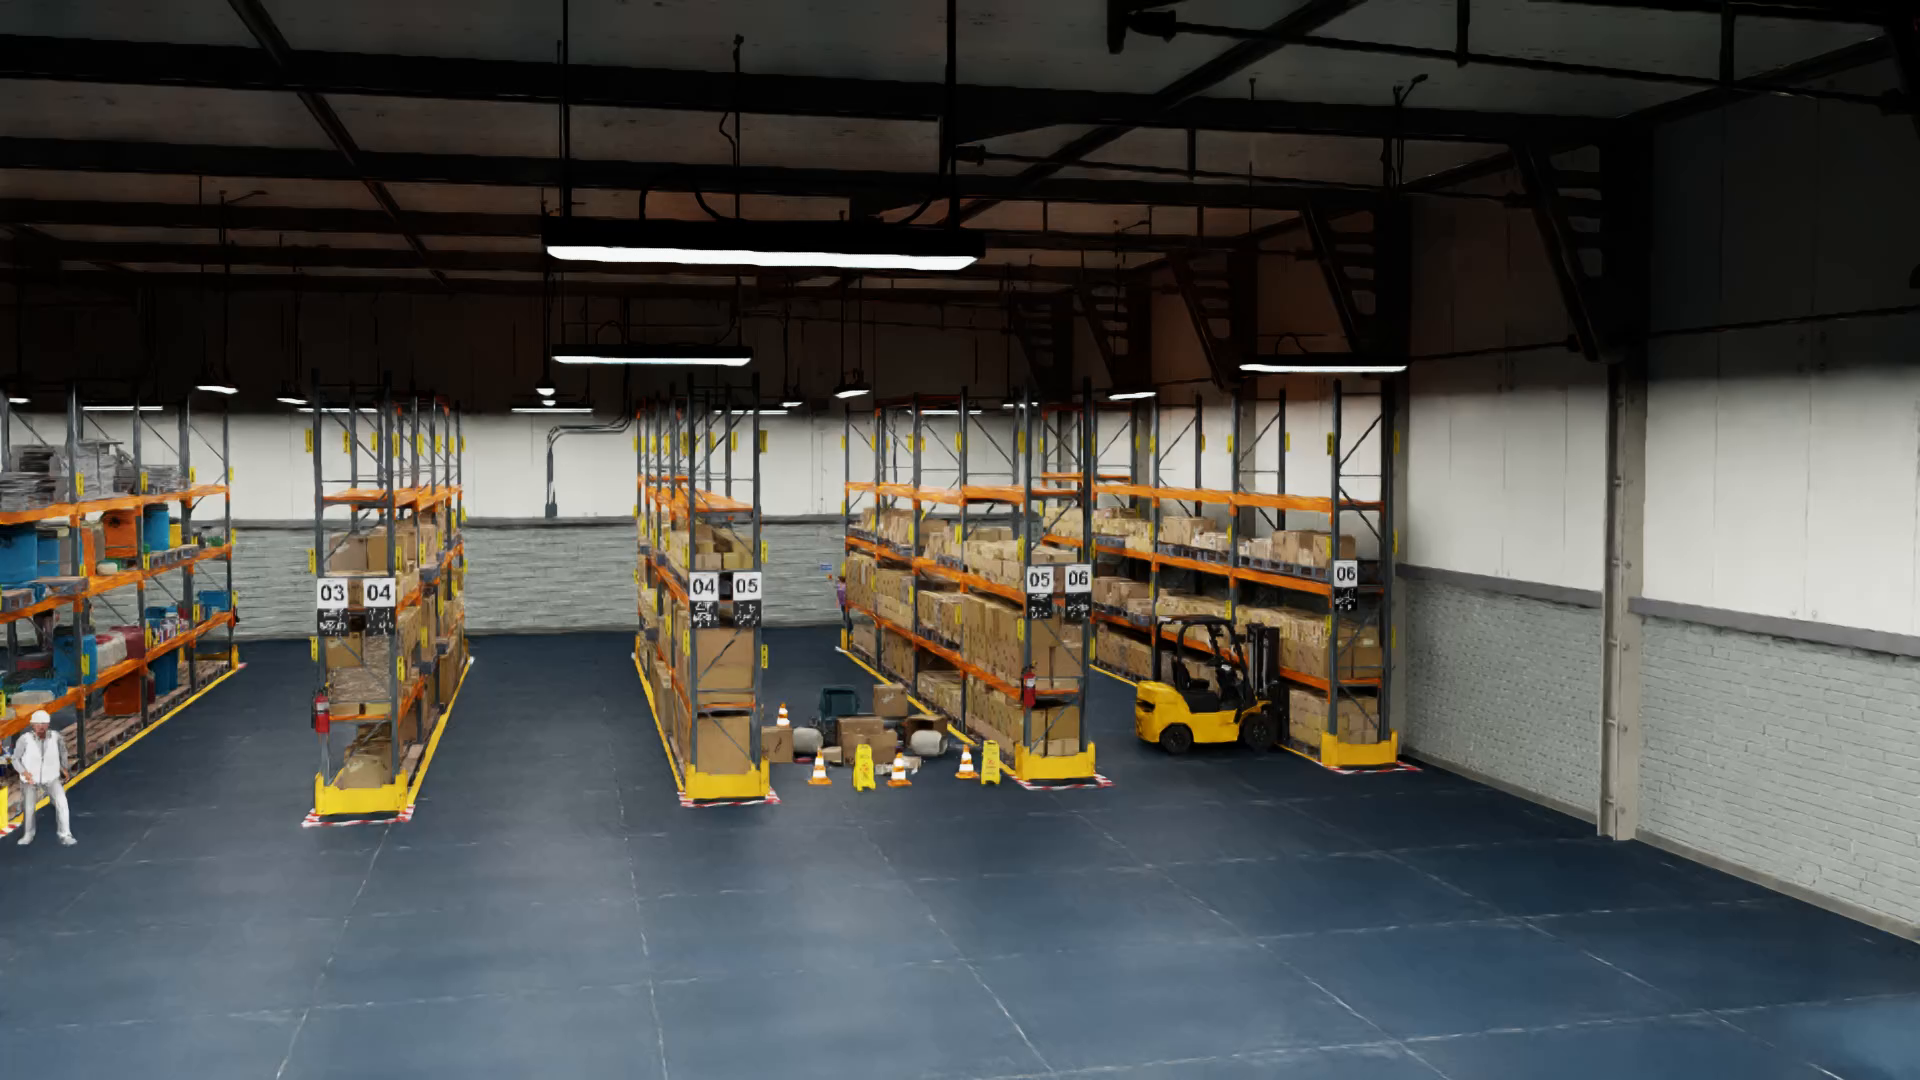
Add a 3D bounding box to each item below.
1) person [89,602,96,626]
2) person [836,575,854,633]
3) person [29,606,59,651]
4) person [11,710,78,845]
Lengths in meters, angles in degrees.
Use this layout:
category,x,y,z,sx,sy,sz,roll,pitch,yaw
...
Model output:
category,x,y,z,sx,sy,sz,roll,pitch,yaw
person,-18.292,2.130,34.966,0.454,1.679,0.536,-2,4,-34
person,-2.997,1.695,43.684,0.508,1.614,0.527,3,4,42
person,-22.159,1.840,40.224,0.662,1.688,0.678,-1,4,-22
person,-11.401,2.945,20.663,0.685,1.715,0.795,-2,4,-33
